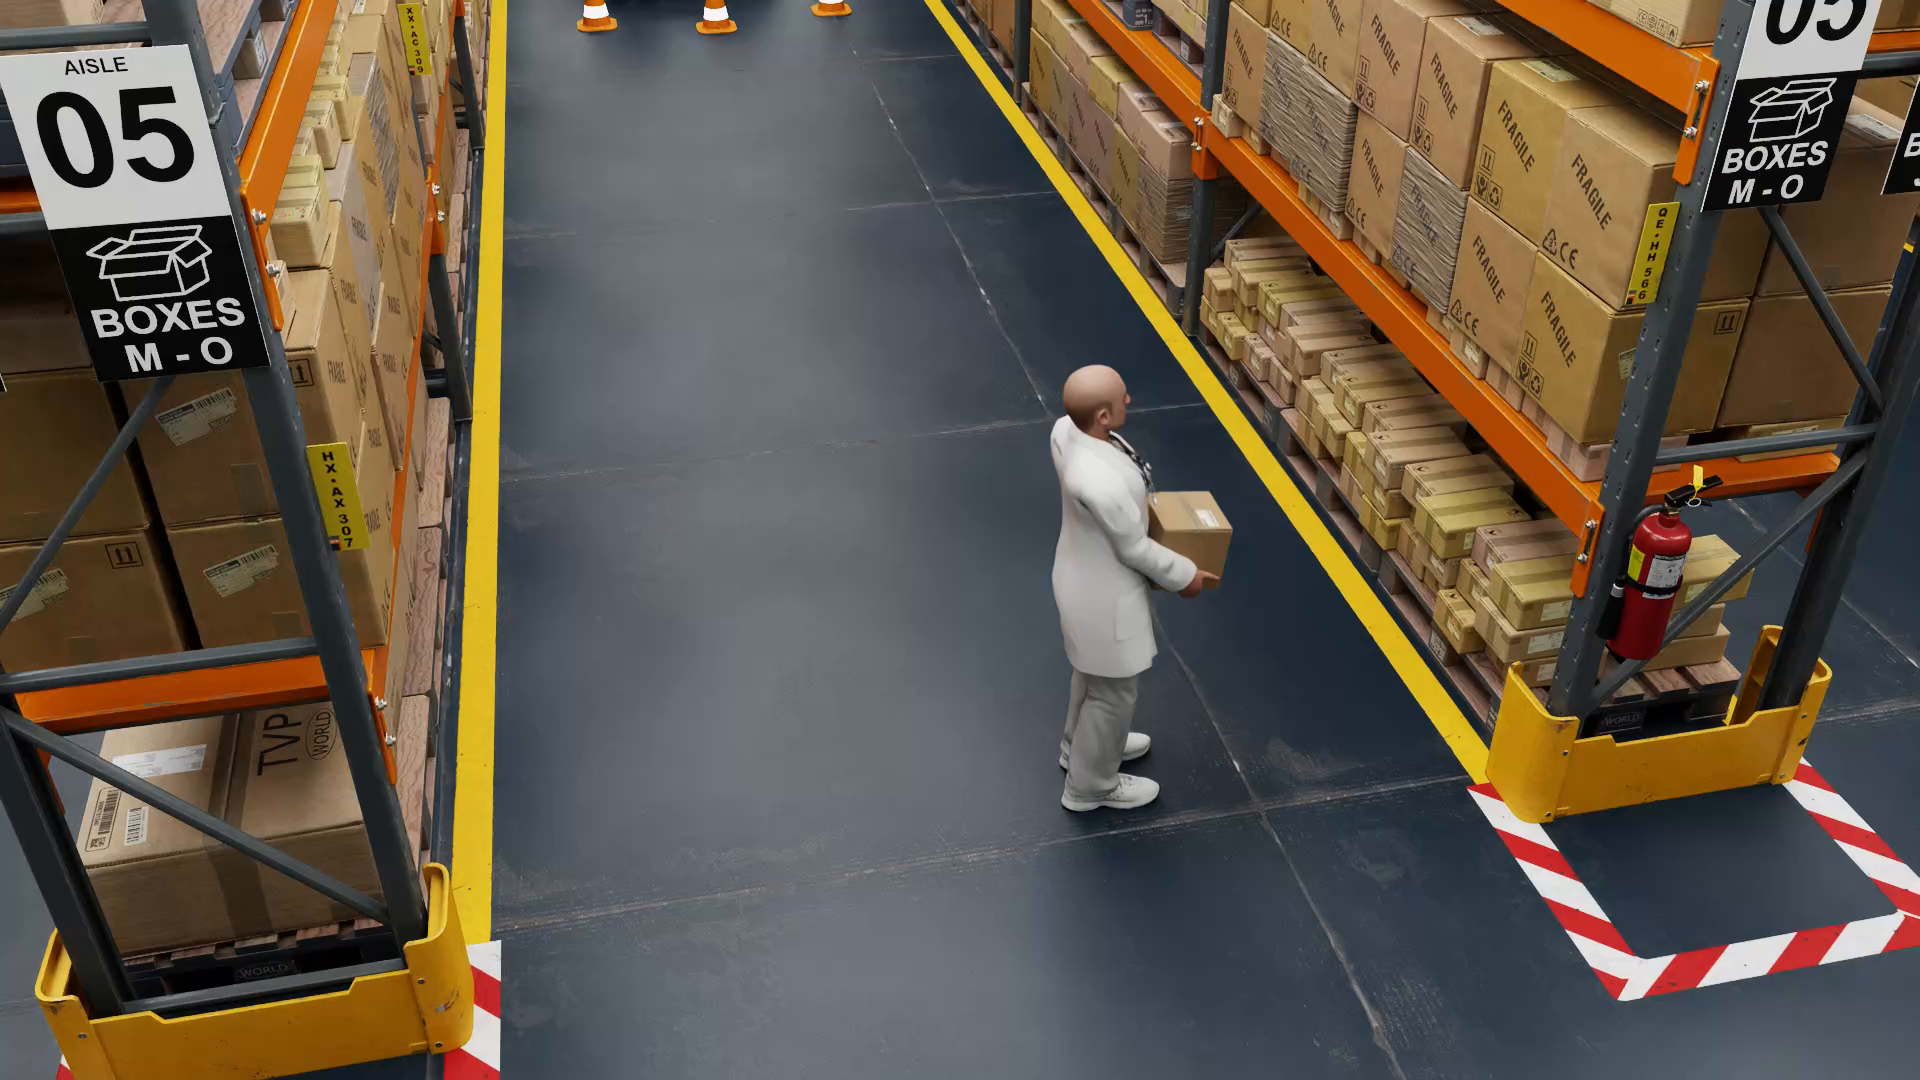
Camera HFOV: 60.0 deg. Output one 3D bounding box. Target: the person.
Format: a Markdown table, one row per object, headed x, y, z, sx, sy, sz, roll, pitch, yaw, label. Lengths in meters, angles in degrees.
| x | y | z | sx | sy | sz | roll | pitch | yaw | label |
| --- | --- | --- | --- | --- | --- | --- | --- | --- | --- |
| 4.844 | -3.934 | 12.014 | 11.876 | 1.775 | 13.168 | -7 | 34 | -10 | person |
